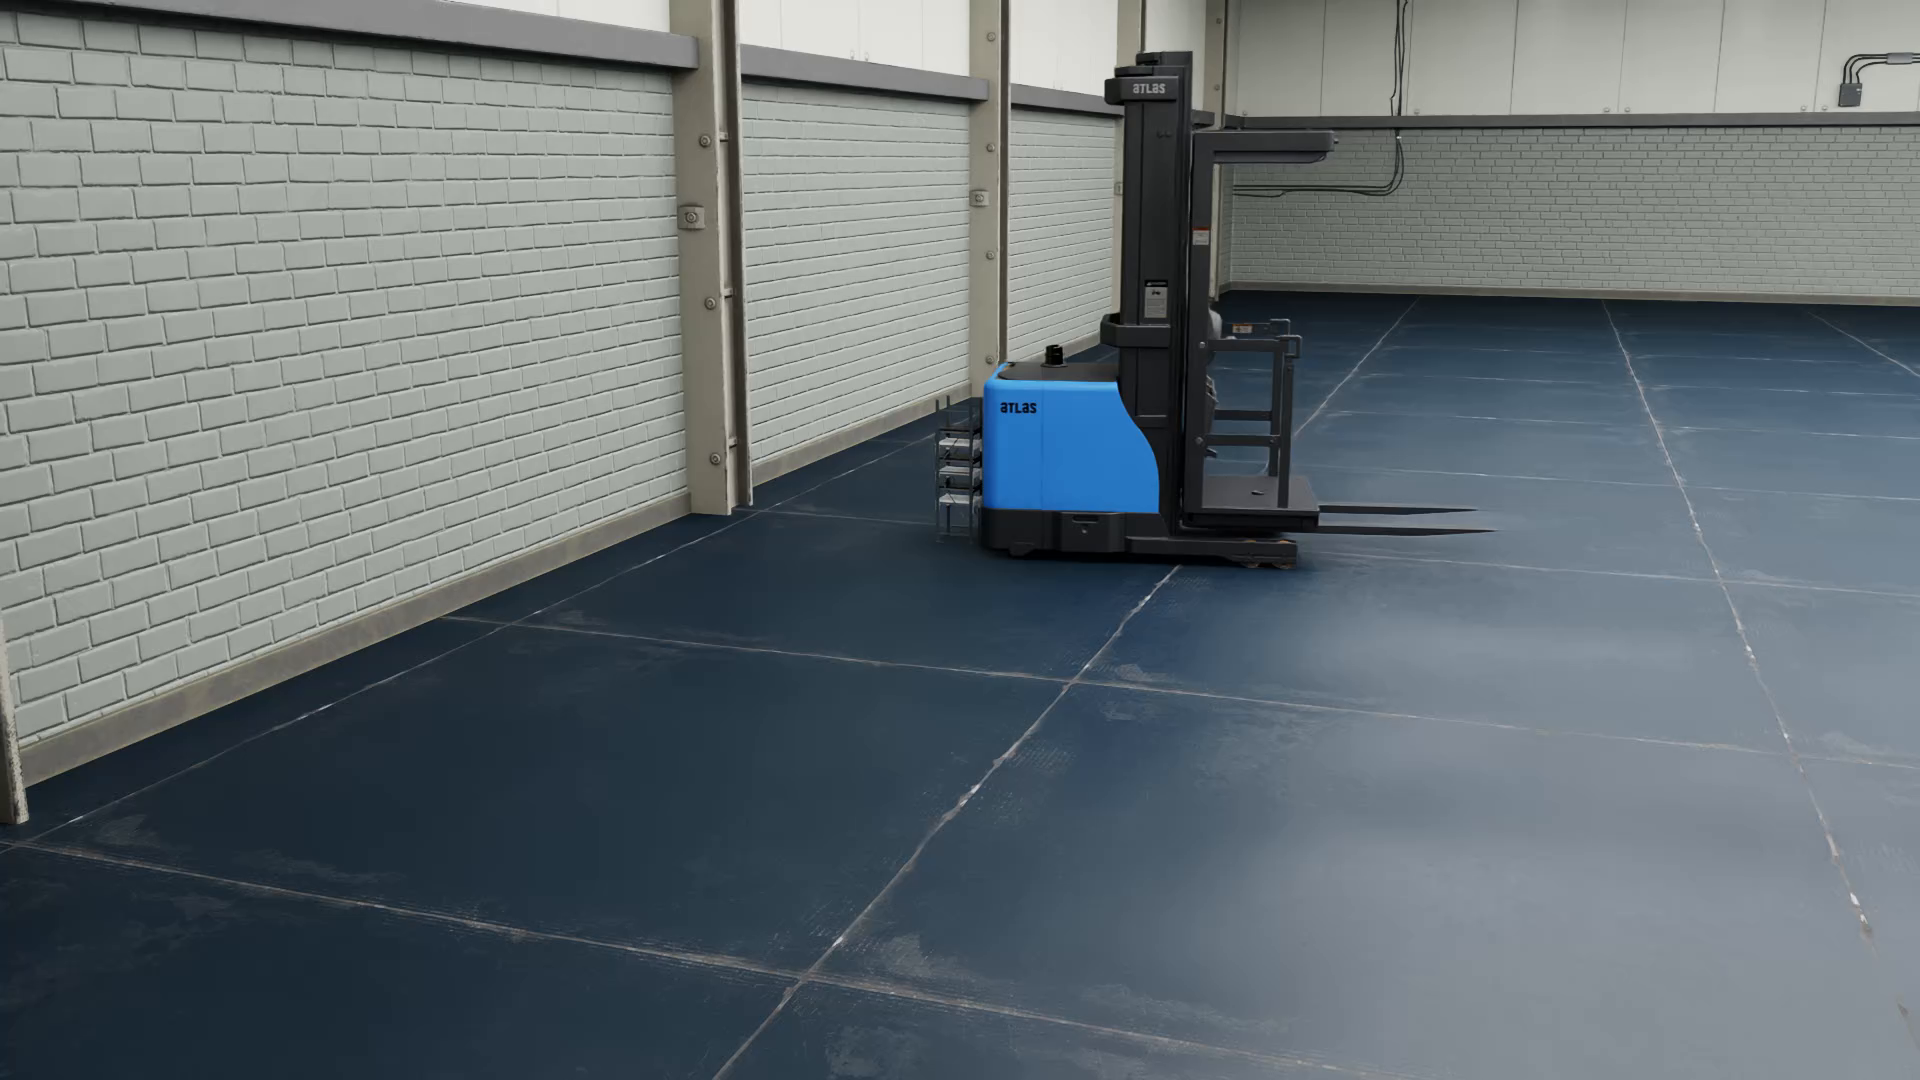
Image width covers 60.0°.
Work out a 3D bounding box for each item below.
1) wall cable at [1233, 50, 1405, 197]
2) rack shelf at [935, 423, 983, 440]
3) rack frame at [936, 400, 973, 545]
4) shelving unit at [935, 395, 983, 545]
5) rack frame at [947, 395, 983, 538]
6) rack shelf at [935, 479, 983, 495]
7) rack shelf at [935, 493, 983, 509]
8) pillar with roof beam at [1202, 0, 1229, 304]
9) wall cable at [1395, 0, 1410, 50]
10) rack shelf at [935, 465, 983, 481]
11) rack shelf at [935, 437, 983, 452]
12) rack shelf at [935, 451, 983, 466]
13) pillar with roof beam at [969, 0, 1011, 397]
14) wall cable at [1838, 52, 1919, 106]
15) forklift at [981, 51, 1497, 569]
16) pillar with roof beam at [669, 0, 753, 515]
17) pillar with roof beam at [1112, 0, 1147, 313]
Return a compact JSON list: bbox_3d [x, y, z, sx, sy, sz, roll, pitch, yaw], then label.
[{"bbox_3d":[6.380,-7.407,29.697,3.097,2.526,0.112,4,14,18],"label":"wall cable"},{"bbox_3d":[-0.003,-0.668,10.328,0.258,0.077,0.200,4,14,18],"label":"rack shelf"},{"bbox_3d":[-0.036,-0.416,10.287,0.240,0.900,0.006,4,14,18],"label":"rack frame"},{"bbox_3d":[-0.003,-0.437,10.380,0.258,0.900,0.210,4,14,18],"label":"shelving unit"},{"bbox_3d":[0.030,-0.458,10.474,0.240,0.900,0.006,4,14,18],"label":"rack frame"},{"bbox_3d":[-0.003,-0.317,10.408,0.258,0.077,0.200,4,14,18],"label":"rack shelf"},{"bbox_3d":[-0.003,-0.229,10.428,0.258,0.077,0.200,4,14,18],"label":"rack shelf"},{"bbox_3d":[8.249,-8.086,25.693,9.100,9.000,0.400,4,14,18],"label":"pillar with roof beam"},{"bbox_3d":[8.940,-9.675,28.281,3.097,2.526,0.112,4,14,18],"label":"wall cable"},{"bbox_3d":[-0.003,-0.405,10.388,0.258,0.077,0.200,4,14,18],"label":"rack shelf"},{"bbox_3d":[-0.003,-0.580,10.348,0.258,0.077,0.200,4,14,18],"label":"rack shelf"},{"bbox_3d":[-0.003,-0.492,10.368,0.258,0.077,0.200,4,14,18],"label":"rack shelf"},{"bbox_3d":[4.366,-5.559,14.623,9.100,9.000,0.400,4,14,18],"label":"pillar with roof beam"},{"bbox_3d":[15.358,-9.892,25.963,2.305,6.003,0.169,4,14,18],"label":"wall cable"},{"bbox_3d":[1.683,-1.385,9.969,3.031,2.935,1.130,2,13,7],"label":"forklift"},{"bbox_3d":[2.425,-4.296,9.088,9.100,9.000,0.400,4,14,18],"label":"pillar with roof beam"},{"bbox_3d":[6.308,-6.823,20.158,9.100,9.000,0.400,4,14,18],"label":"pillar with roof beam"}]
